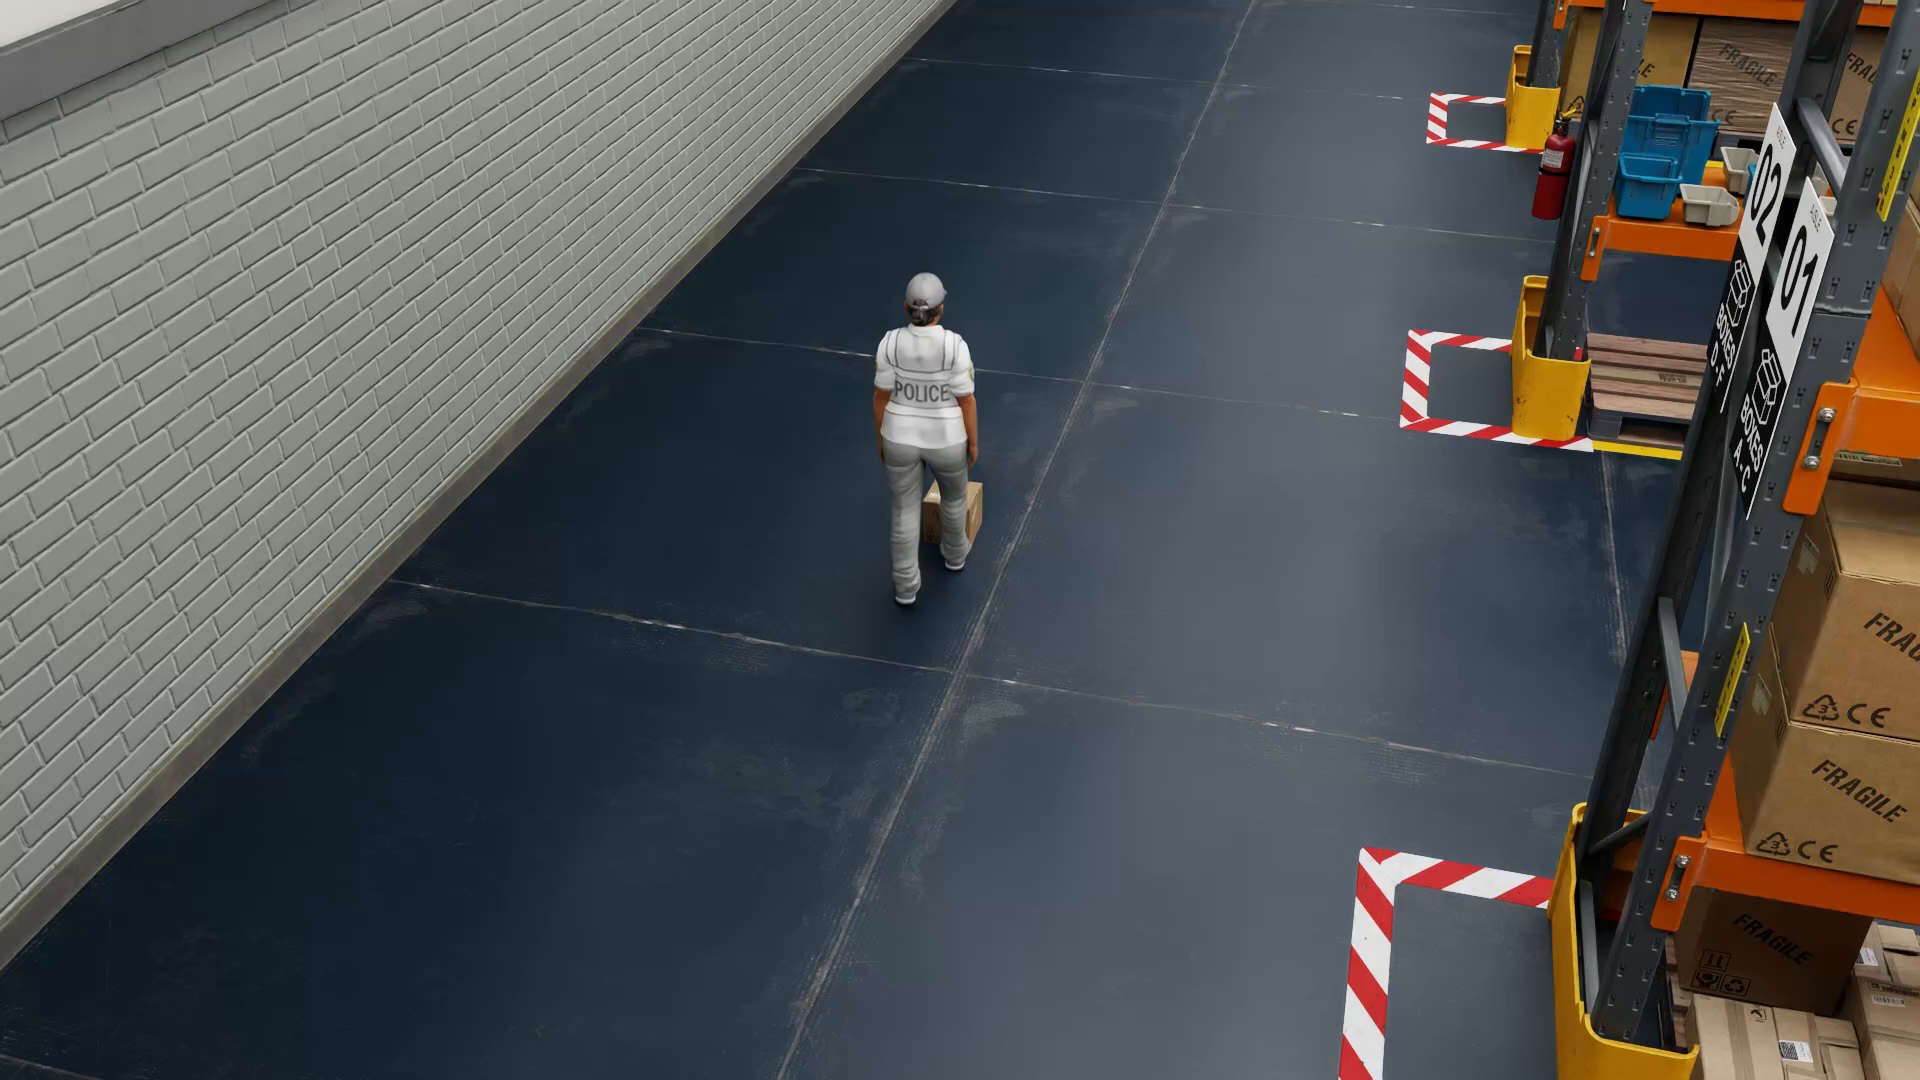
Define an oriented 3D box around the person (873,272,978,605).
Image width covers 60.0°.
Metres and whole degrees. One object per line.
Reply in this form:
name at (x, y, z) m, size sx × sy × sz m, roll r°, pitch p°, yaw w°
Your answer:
person at (-0.144, -0.523, 7.936) m, size 0.487 × 1.661 × 0.654 m, roll 5°, pitch 33°, yaw 7°
